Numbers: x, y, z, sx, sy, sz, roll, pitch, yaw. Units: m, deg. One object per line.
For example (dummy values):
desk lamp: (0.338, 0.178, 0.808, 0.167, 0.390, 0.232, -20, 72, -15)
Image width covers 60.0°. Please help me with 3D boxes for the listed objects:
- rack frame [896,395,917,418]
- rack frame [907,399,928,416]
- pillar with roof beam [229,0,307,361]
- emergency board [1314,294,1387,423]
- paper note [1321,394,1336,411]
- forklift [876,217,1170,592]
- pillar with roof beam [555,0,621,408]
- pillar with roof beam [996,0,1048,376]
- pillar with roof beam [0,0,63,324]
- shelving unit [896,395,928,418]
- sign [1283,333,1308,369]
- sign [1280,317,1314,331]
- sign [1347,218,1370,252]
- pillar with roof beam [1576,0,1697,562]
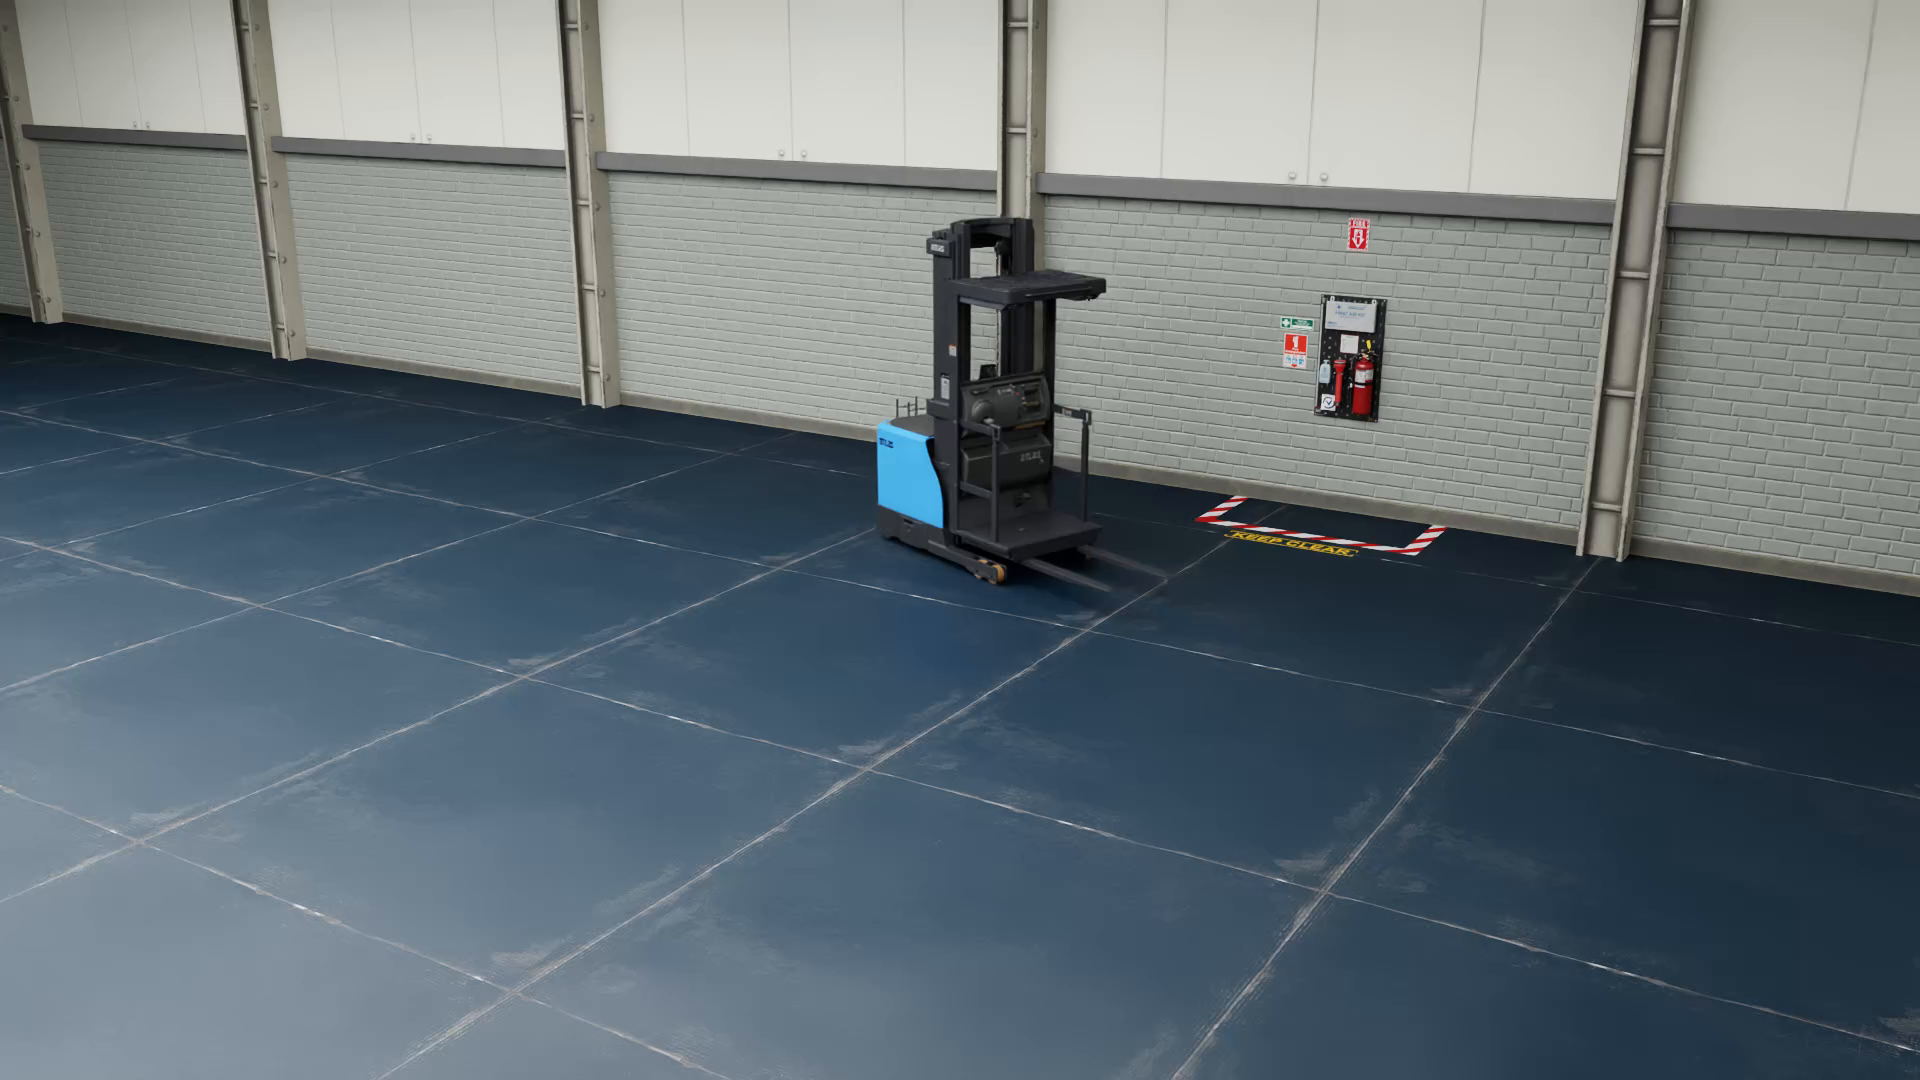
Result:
rack frame: (-0.498, -0.759, 15.686, 0.240, 1.200, 0.006, -13, 21, -36)
rack frame: (-0.387, -0.717, 15.547, 0.240, 1.200, 0.006, -13, 21, -36)
pillar with roof beam: (-11.856, -5.853, 19.037, 0.400, 9.000, 9.100, 10, 20, 30)
emergency board: (3.650, -1.696, 15.674, 0.643, 1.169, 0.194, 10, 20, 30)
paper note: (3.535, -1.319, 15.947, 0.142, 0.148, 0.016, 10, 20, 30)
forklift: (0.525, -1.191, 14.128, 1.130, 2.935, 3.031, -13, 21, -36)
pillar with roof beam: (-6.743, -4.941, 16.032, 0.400, 9.000, 9.100, 10, 20, 30)
pillar with roof beam: (-1.630, -4.028, 13.028, 0.400, 9.000, 9.100, 10, 20, 30)
pillar with roof beam: (-16.968, -6.766, 22.041, 0.400, 9.000, 9.100, 10, 20, 30)
shelving unit: (-0.442, -0.738, 15.616, 0.258, 1.200, 0.189, -13, 21, -36)
sign: (3.233, -1.823, 16.030, 0.234, 0.329, 0.001, 10, 20, 30)
sign: (3.232, -2.074, 15.943, 0.331, 0.109, 0.001, 10, 20, 30)
sign: (3.695, -2.832, 15.422, 0.199, 0.298, 0.001, 10, 20, 30)
pillar with roof beam: (3.483, -3.115, 10.023, 0.400, 9.000, 9.100, 10, 20, 30)
